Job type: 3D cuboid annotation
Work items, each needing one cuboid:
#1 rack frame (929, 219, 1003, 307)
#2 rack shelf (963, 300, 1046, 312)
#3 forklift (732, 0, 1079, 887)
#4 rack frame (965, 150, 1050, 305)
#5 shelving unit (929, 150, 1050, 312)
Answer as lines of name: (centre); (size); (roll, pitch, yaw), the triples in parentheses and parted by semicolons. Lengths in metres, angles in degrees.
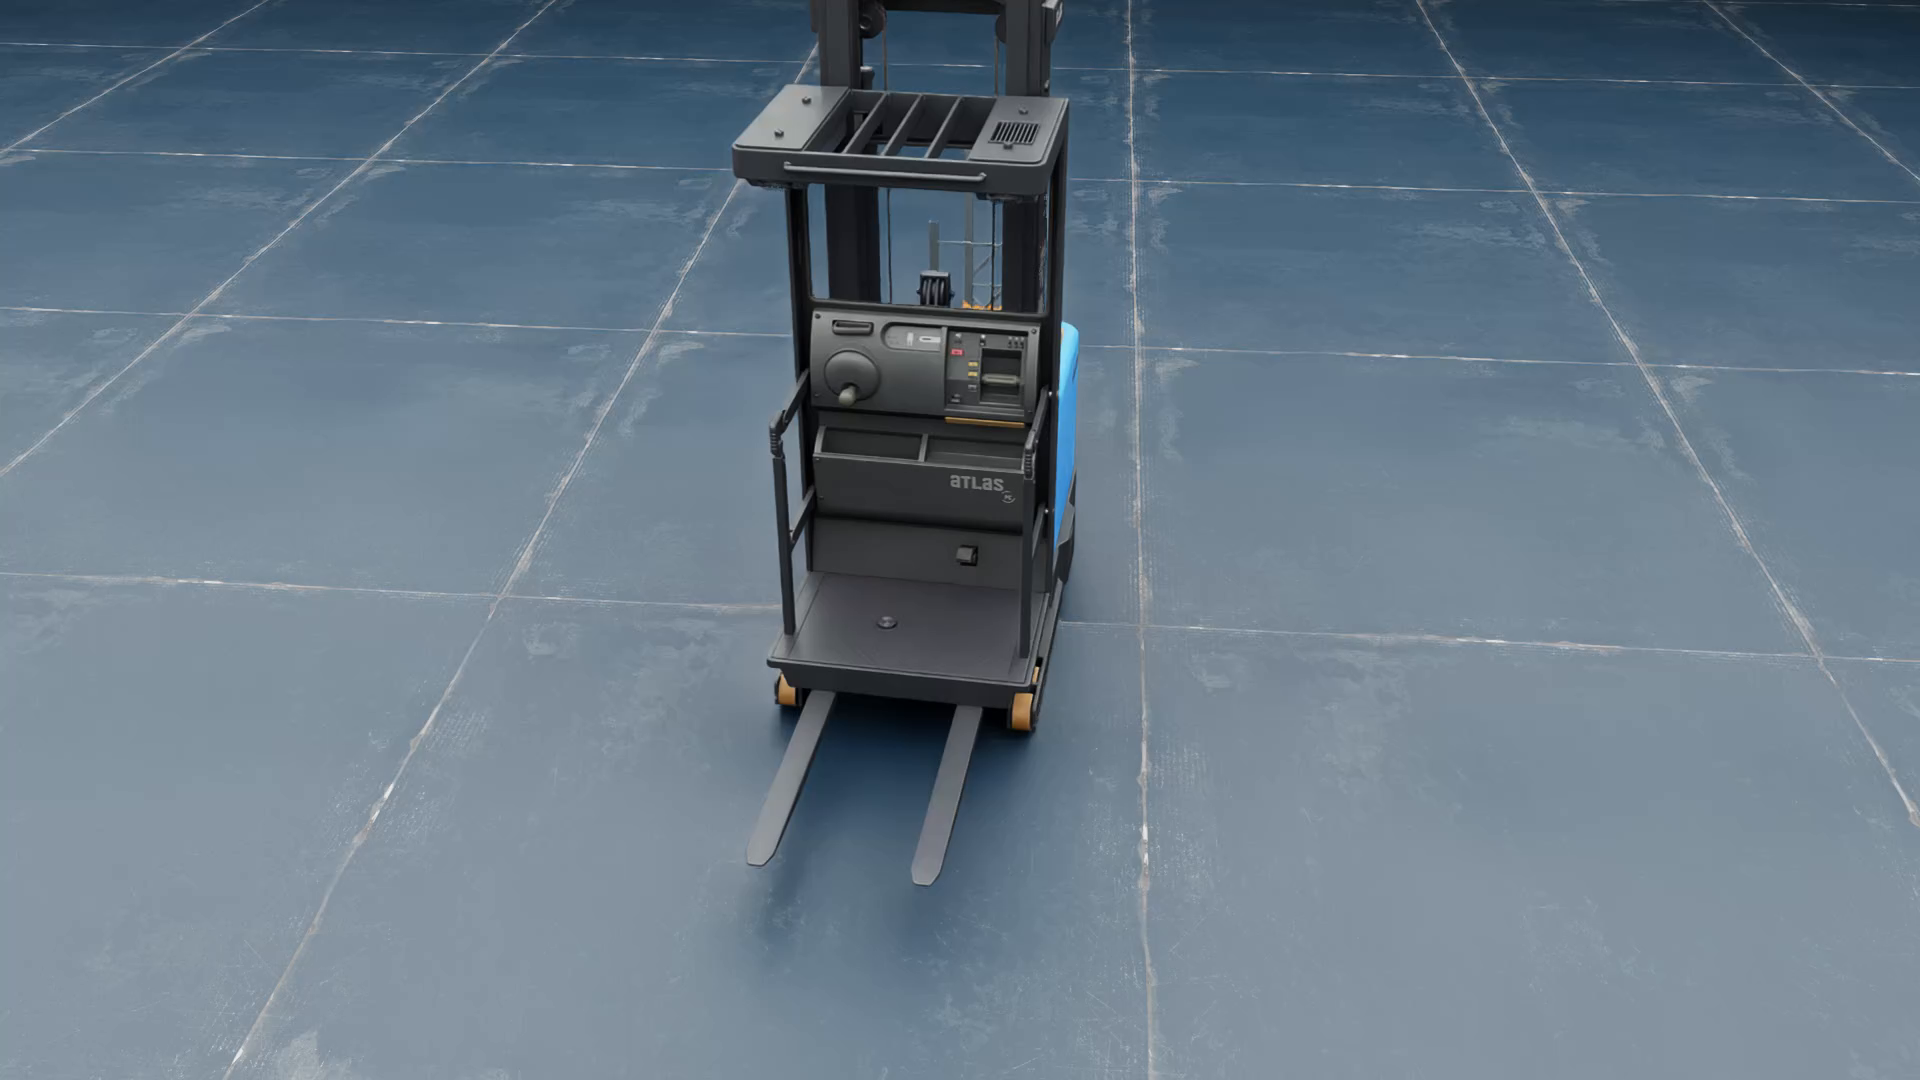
rack frame: (0.104, -0.848, 8.196); (0.500, 1.500, 0.032); (5, 32, 8)
rack shelf: (0.190, -0.958, 8.717); (0.538, 0.185, 1.000); (5, 32, 8)
forklift: (-0.179, -0.653, 6.516); (1.130, 2.935, 3.031); (5, 32, 8)
rack frame: (0.275, -1.374, 9.049); (0.500, 1.500, 0.032); (5, 32, 8)
shelving unit: (0.188, -1.106, 8.615); (0.587, 1.500, 1.083); (5, 32, 8)
